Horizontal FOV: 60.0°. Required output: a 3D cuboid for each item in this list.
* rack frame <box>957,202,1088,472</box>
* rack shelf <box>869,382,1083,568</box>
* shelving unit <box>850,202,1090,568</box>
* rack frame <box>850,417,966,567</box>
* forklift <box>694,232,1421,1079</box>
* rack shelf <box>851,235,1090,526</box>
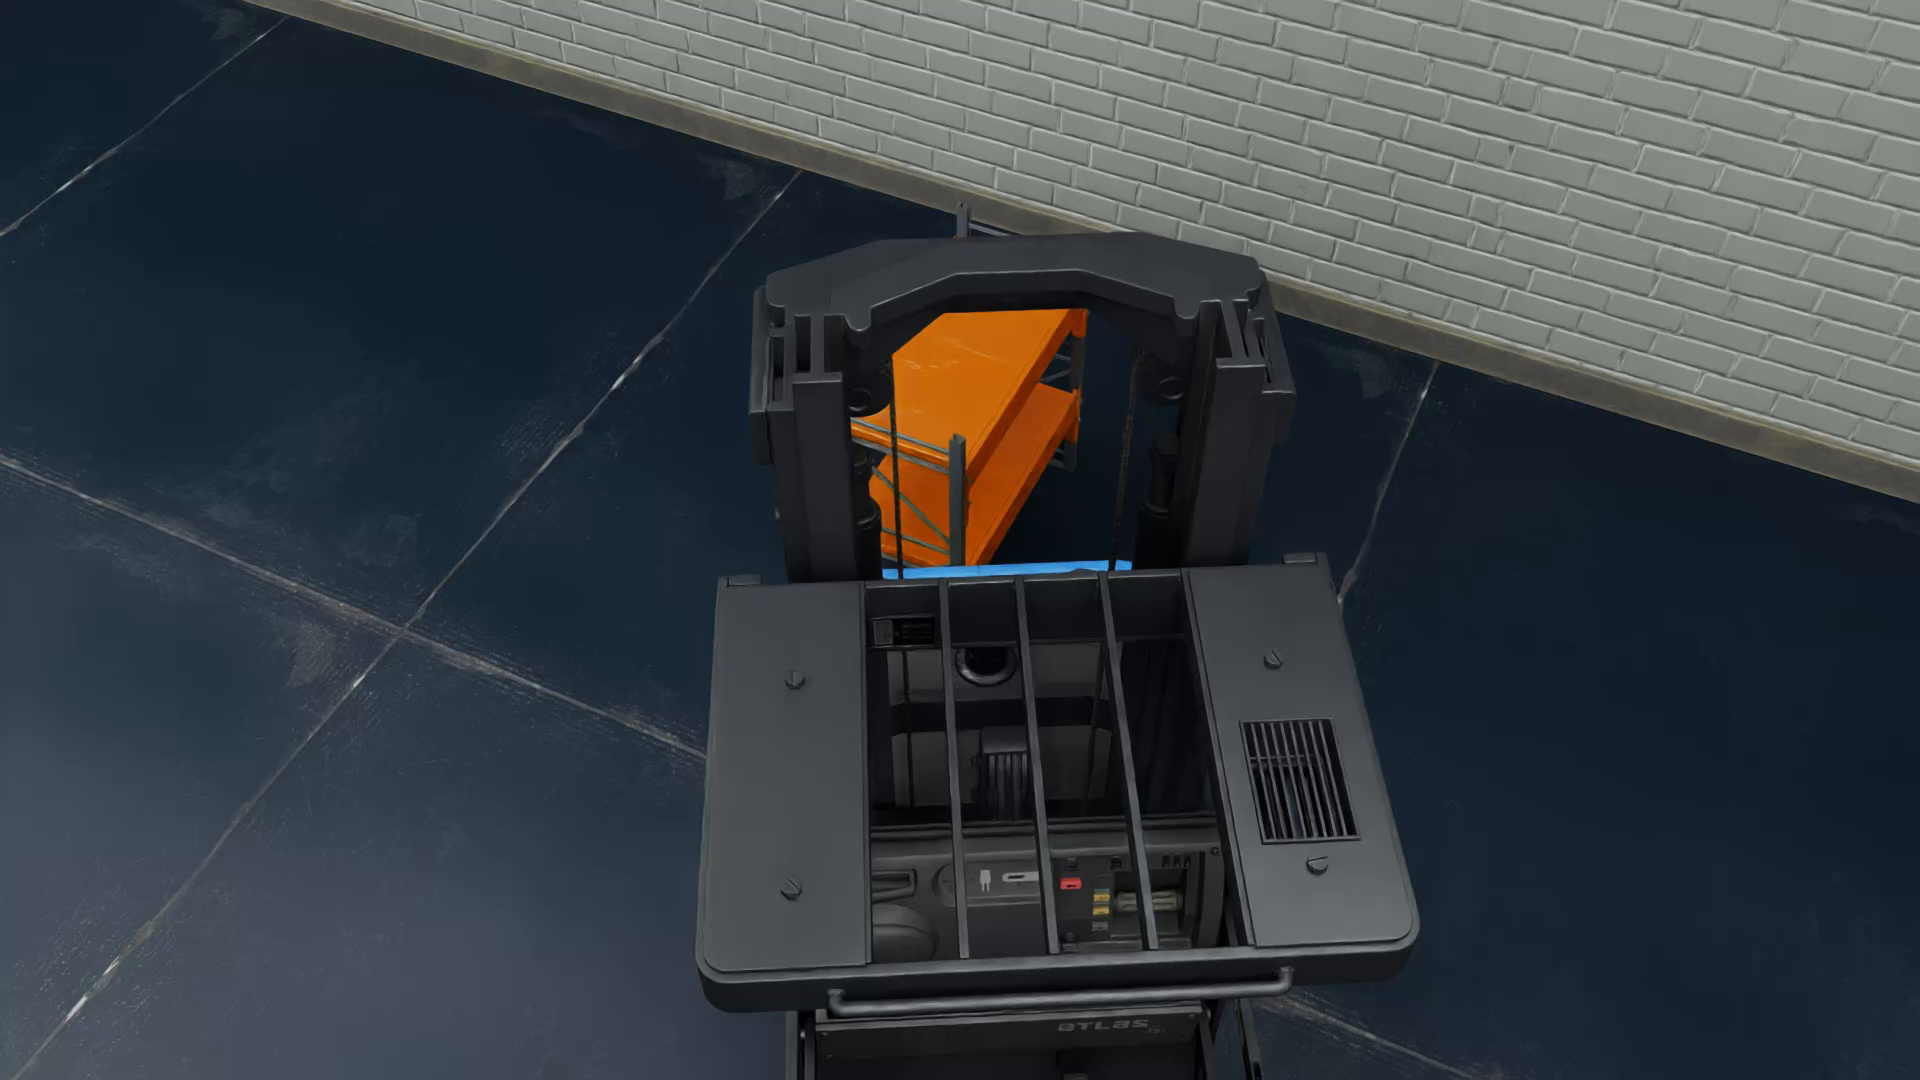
[{"bbox_3d":[0.220,-0.719,6.123,0.500,1.125,0.032,20,52,16],"label":"rack frame"},{"bbox_3d":[0.003,-0.211,6.012,0.538,0.278,1.000,20,52,16],"label":"rack shelf"},{"bbox_3d":[0.003,-0.369,5.826,0.538,1.125,1.048,20,52,16],"label":"shelving unit"},{"bbox_3d":[-0.214,-0.019,5.528,0.500,1.125,0.032,20,52,16],"label":"rack frame"},{"bbox_3d":[0.129,0.941,3.525,1.130,2.935,3.031,-2,50,-2],"label":"forklift"},{"bbox_3d":[0.003,-0.559,5.603,0.538,0.278,1.000,20,52,16],"label":"rack shelf"}]
